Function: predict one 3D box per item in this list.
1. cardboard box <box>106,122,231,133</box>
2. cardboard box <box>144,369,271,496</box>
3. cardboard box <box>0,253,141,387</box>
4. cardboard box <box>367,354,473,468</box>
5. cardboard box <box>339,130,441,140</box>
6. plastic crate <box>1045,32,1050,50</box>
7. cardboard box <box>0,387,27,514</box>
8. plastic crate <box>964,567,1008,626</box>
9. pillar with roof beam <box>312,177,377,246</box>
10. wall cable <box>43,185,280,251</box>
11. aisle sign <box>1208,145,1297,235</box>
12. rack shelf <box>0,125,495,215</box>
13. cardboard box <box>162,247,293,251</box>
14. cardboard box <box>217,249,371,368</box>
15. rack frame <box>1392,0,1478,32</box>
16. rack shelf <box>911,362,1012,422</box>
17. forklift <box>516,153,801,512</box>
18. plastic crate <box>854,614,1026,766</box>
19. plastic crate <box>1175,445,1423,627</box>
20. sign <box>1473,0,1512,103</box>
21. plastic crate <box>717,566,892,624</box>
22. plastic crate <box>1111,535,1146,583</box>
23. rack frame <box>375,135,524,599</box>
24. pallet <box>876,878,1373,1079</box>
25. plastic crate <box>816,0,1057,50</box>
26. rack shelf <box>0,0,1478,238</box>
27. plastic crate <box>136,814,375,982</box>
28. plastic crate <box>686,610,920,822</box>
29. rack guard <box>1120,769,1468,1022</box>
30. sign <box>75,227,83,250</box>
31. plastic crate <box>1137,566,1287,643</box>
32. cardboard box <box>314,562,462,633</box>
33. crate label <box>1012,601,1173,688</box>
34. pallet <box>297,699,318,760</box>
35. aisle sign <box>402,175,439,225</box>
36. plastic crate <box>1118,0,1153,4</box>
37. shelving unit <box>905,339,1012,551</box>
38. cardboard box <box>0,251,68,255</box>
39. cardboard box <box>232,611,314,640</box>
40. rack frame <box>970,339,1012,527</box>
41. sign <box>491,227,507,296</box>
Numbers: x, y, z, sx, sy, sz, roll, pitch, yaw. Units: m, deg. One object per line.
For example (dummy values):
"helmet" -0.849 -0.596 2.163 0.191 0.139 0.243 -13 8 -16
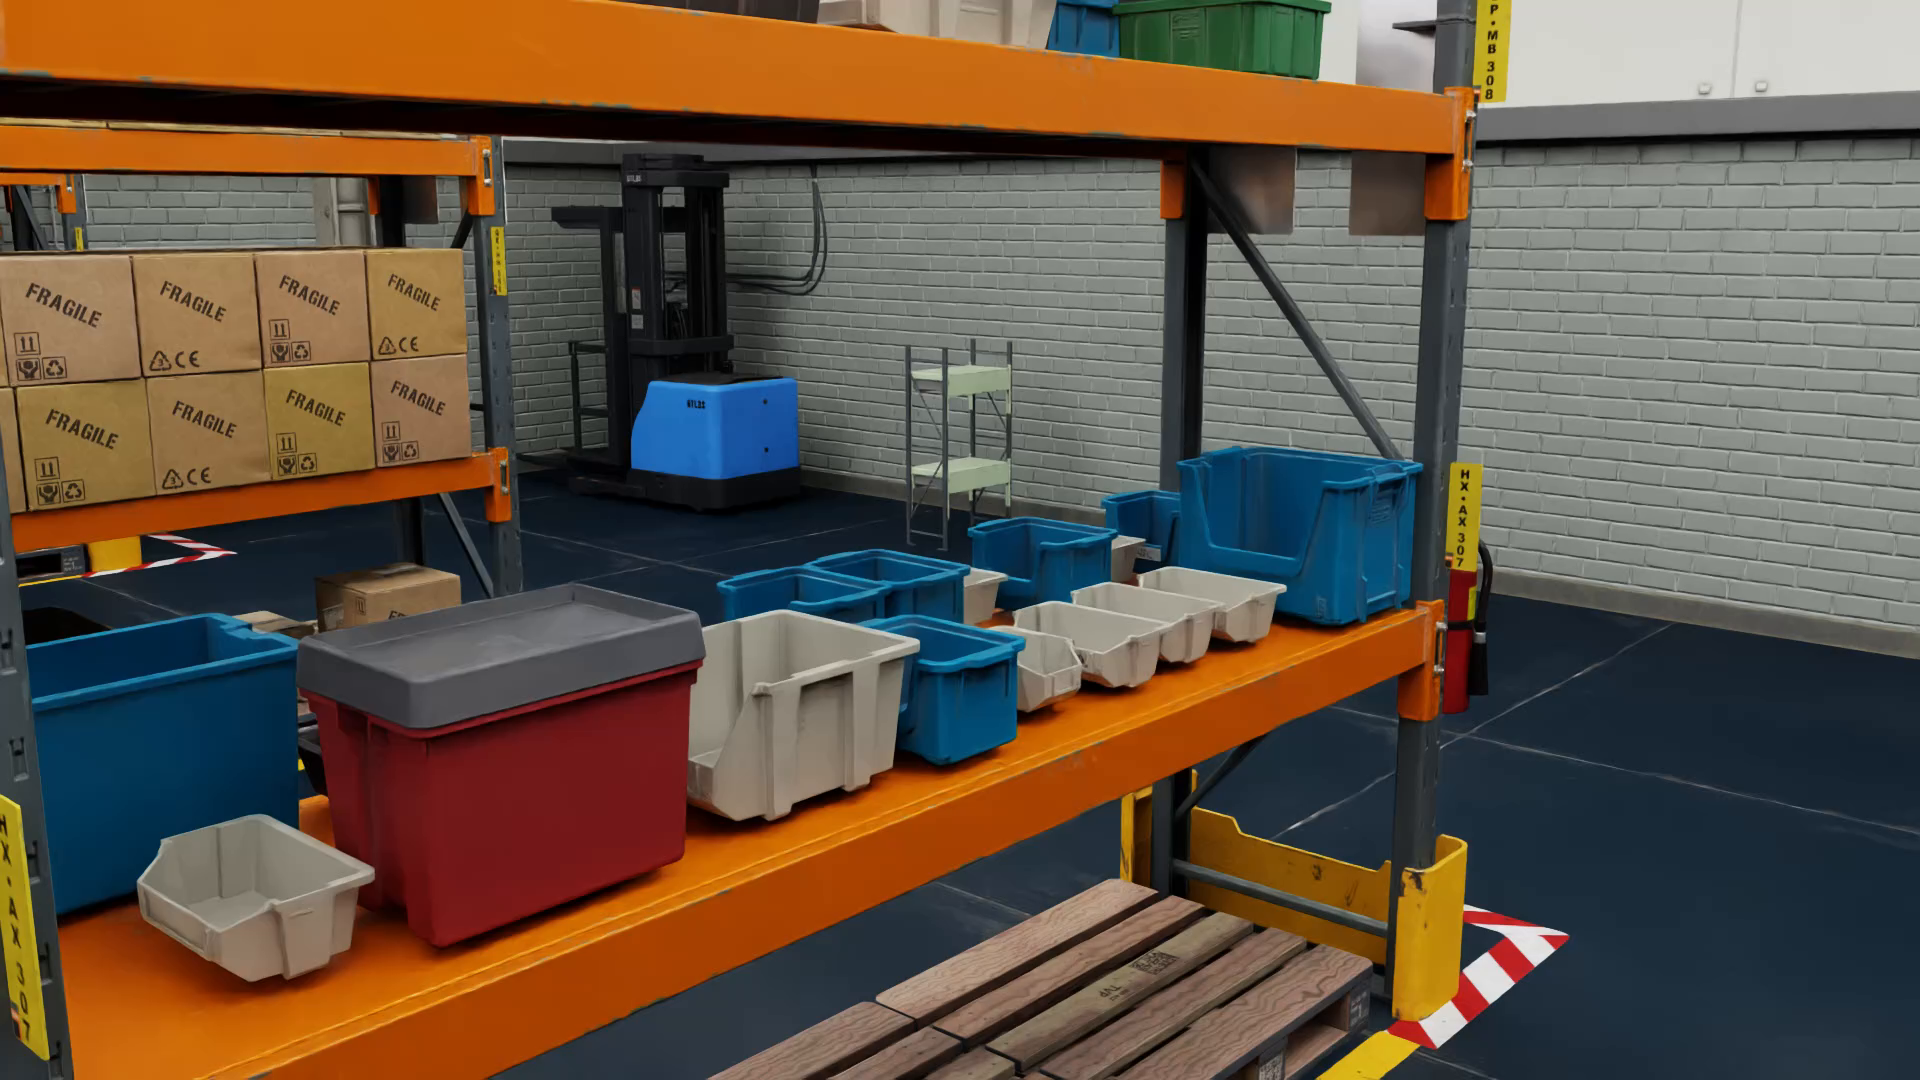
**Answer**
"cardboard box" -3.432 -1.840 6.989 0.500 0.250 0.500 10 15 40
"cardboard box" -3.397 -0.498 7.290 0.500 0.500 0.500 10 15 41
"cardboard box" -3.730 -0.911 6.805 0.500 0.500 0.500 10 15 42
"cardboard box" -2.723 -0.647 8.039 0.500 0.500 0.500 10 15 42
"cardboard box" -2.773 -1.987 7.727 0.500 0.250 0.500 10 15 40
"plastic crate" -0.129 -1.310 4.110 0.504 0.338 0.767 10 15 40
"cardboard box" -4.064 -0.349 6.544 0.500 0.500 0.500 10 15 40
"plastic crate" -0.046 0.171 4.714 0.250 0.136 0.298 10 15 40
"pillar with roof beam" -1.989 -4.234 10.933 9.100 9.000 0.400 10 15 40
"wall cable" -6.221 -2.148 13.215 0.084 1.984 1.851 10 15 40
"aisle sign" 0.911 -1.382 5.336 0.394 0.787 0.004 10 15 40
"rack shelf" -3.952 -1.523 6.858 1.077 0.370 4.000 10 15 40
"cardboard box" -3.462 -1.130 7.901 0.500 0.500 0.500 10 15 41
"cardboard box" -3.052 -1.063 7.569 0.500 0.500 0.500 10 15 42
"rack frame" 1.086 -3.000 4.758 1.000 3.000 0.127 10 15 40
"rack shelf" -0.004 -1.117 12.483 0.431 0.370 0.720 10 15 40
"forklift" -2.840 -1.879 14.636 3.031 2.935 1.130 9 14 38
"plastic crate" -0.077 0.329 3.677 0.416 0.233 0.300 10 15 40
"plastic crate" 1.006 -0.032 4.969 0.616 0.435 0.499 10 15 40
"sign" 1.510 -1.409 4.718 0.100 0.325 0.005 10 15 40
"plastic crate" -0.391 0.226 4.196 0.416 0.233 0.300 10 15 40
"plastic crate" 0.402 0.072 5.214 0.250 0.136 0.298 10 15 40
"rack frame" -2.632 -0.699 8.555 1.000 3.000 0.127 10 15 40
"pallet" 0.513 1.425 5.036 1.003 0.211 1.213 10 15 40
"plastic crate" -0.091 -1.064 3.395 0.437 0.136 0.530 10 15 40
"rack shelf" -0.234 -0.882 3.649 1.077 0.370 4.000 10 15 40
"plastic crate" -1.140 0.580 2.669 0.396 0.136 0.243 10 15 40
"plastic crate" -0.408 0.358 3.410 0.437 0.282 0.530 10 15 40
"rack guard" 1.092 1.162 5.617 1.175 0.500 0.348 10 15 40
"sign" -5.957 -1.951 11.261 0.100 0.325 0.005 10 15 40
"plastic crate" 0.684 0.185 4.648 0.396 0.136 0.243 10 15 40
"cardboard box" -2.806 0.422 8.197 0.500 0.500 0.500 10 15 40
"crate label" 0.316 0.270 4.223 0.396 0.136 0.243 10 15 40
"pallet" -3.208 0.797 8.184 1.003 0.211 1.213 10 15 40
"aisle sign" -2.808 -2.022 8.541 0.394 0.787 0.004 10 15 40
"plastic crate" 0.623 -1.445 4.961 0.497 0.269 0.590 10 15 40
"shelving unit" -0.004 -0.734 12.559 0.431 1.500 0.755 10 15 40
"cardboard box" -4.131 -0.982 7.161 0.500 0.500 0.500 10 15 40
"cardboard box" -3.534 0.550 8.196 0.500 0.250 0.500 10 15 40
"rack frame" 0.237 -0.788 12.829 0.400 1.500 0.023 10 15 40
"sign" -2.228 -1.348 8.036 0.100 0.325 0.005 10 15 40
